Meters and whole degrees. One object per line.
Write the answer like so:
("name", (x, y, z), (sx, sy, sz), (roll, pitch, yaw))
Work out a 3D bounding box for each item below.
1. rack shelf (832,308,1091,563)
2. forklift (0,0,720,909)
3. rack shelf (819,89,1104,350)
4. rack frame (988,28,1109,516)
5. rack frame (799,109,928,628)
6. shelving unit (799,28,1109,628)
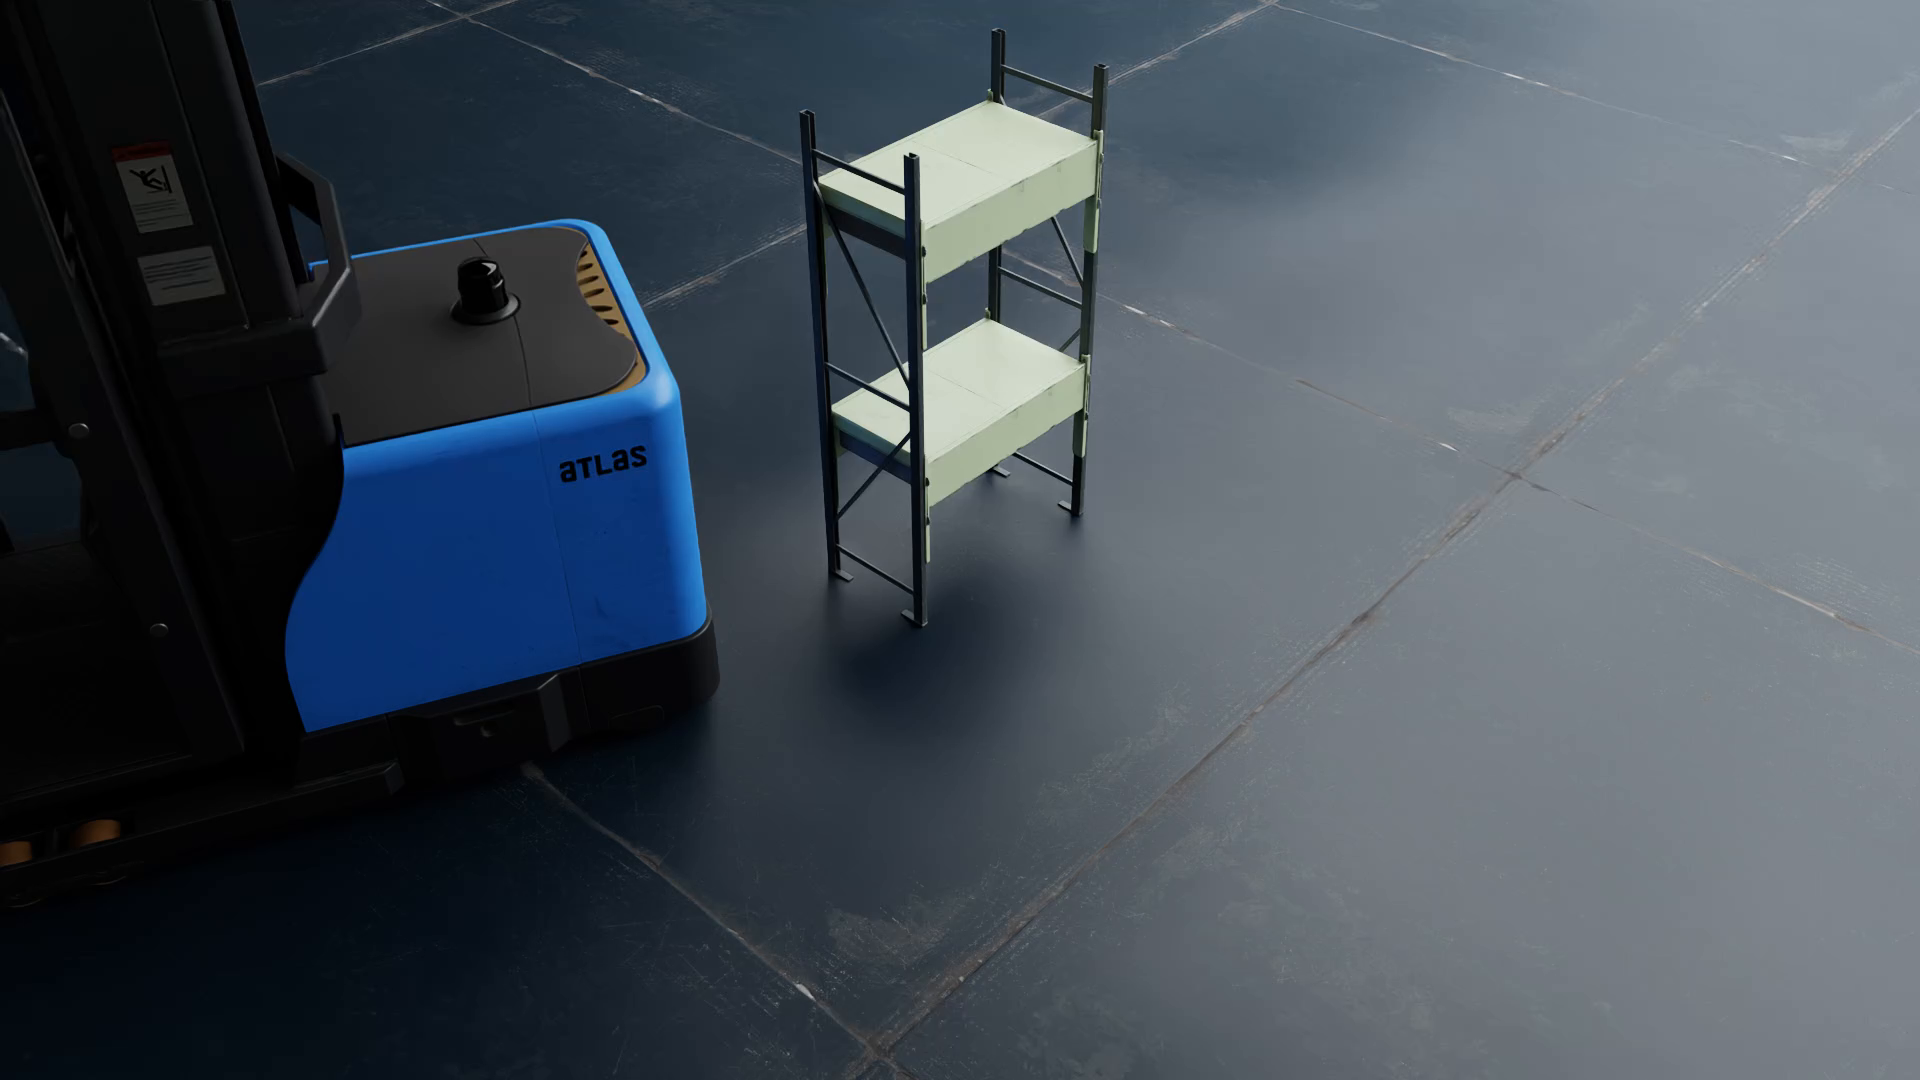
("rack shelf", (-0.005, -0.329, 4.982), (0.431, 0.370, 0.720), (30, 47, 32))
("forklift", (-2.239, -0.614, 3.667), (3.031, 2.935, 1.130), (-14, 41, -17))
("rack shelf", (-0.004, -0.889, 4.536), (0.431, 0.370, 0.720), (30, 47, 32))
("rack frame", (0.242, -0.752, 4.991), (0.400, 1.500, 0.023), (30, 47, 32))
("rack frame", (-0.251, -0.416, 4.568), (0.400, 1.500, 0.023), (30, 47, 32))
("shelving unit", (-0.005, -0.584, 4.779), (0.431, 1.500, 0.755), (30, 47, 32))
